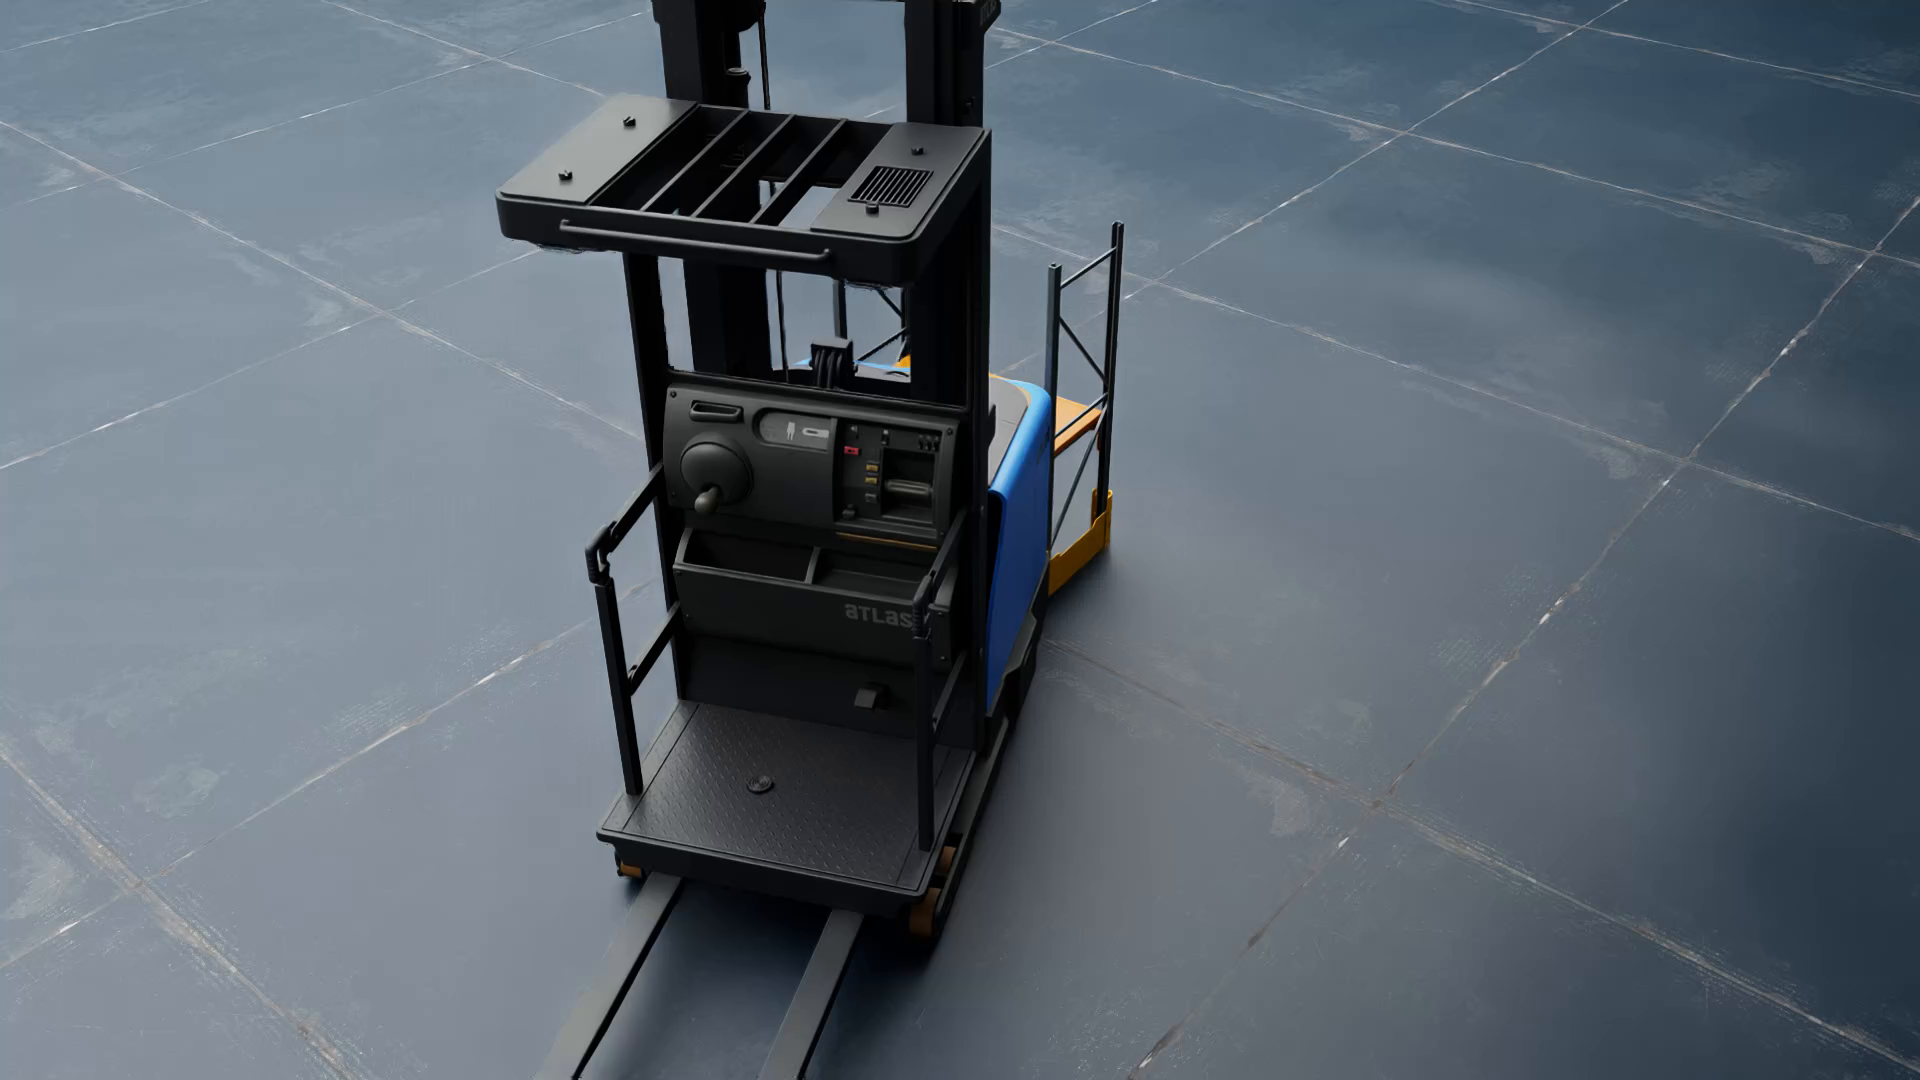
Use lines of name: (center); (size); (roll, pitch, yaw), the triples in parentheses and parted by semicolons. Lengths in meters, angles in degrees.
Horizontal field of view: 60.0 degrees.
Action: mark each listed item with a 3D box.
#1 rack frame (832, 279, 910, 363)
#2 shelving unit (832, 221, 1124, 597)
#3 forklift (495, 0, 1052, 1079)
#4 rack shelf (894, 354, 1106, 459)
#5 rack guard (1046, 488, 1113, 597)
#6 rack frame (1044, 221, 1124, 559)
rack frame: (-0.361, -0.816, 7.113); (0.032, 1.500, 0.500); (21, 40, 28)
shelving unit: (0.050, -0.655, 6.879); (1.083, 1.500, 0.587); (21, 40, 28)
forklift: (-0.516, -0.170, 4.908); (1.130, 2.935, 3.031); (9, 35, 12)
rack shelf: (0.057, -0.504, 6.976); (1.000, 0.185, 0.538); (21, 40, 28)
rack guard: (0.459, 0.021, 6.999); (0.087, 0.250, 0.587); (21, 40, 28)
rack frame: (0.475, -0.488, 6.636); (0.032, 1.500, 0.500); (21, 40, 28)
